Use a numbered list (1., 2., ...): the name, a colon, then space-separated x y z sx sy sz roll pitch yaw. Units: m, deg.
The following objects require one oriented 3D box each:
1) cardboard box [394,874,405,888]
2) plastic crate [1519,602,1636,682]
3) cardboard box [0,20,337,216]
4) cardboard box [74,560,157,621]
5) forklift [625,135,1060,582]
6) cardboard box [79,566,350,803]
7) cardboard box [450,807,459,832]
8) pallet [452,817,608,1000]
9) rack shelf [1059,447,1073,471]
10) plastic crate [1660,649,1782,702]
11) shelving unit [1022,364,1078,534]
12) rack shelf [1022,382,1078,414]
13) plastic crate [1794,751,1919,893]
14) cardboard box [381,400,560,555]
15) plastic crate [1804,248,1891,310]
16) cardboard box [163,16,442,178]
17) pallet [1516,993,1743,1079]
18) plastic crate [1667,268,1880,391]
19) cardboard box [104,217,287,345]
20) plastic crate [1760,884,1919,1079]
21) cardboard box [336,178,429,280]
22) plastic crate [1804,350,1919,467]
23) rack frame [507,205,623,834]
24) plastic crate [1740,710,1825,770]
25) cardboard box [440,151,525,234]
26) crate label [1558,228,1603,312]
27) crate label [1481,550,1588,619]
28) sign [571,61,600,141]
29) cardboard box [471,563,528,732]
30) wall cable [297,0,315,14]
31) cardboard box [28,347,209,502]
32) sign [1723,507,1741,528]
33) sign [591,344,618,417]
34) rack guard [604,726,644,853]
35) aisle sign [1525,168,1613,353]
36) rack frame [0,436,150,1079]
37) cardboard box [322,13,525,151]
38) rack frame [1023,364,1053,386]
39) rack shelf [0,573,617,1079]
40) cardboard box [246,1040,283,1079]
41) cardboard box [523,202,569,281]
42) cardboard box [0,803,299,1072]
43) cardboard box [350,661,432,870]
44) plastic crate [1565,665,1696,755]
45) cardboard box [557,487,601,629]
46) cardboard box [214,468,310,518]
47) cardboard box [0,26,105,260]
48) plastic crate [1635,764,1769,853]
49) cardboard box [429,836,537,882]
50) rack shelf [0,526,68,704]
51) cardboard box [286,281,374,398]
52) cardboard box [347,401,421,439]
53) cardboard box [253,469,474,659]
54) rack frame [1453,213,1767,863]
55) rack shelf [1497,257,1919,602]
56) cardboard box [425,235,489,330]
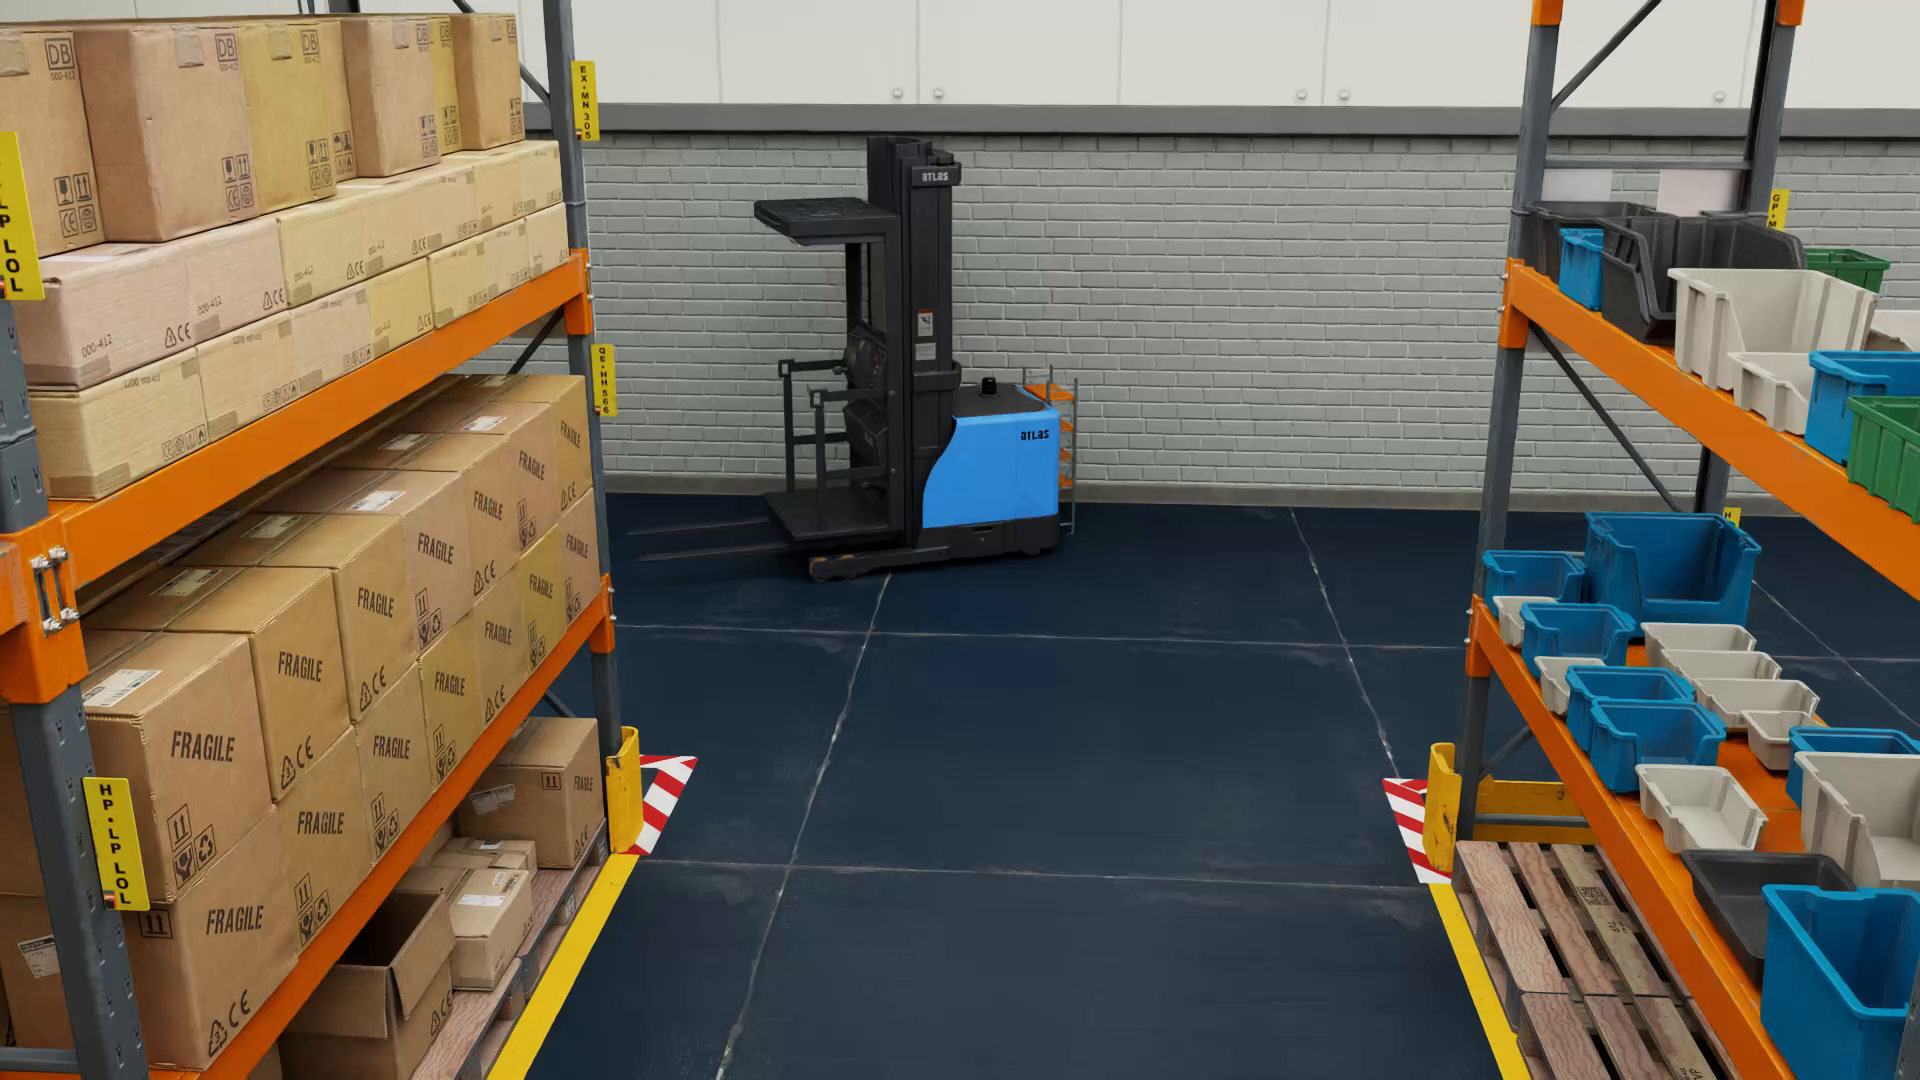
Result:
1. cardboard box: -2.529 1.543 6.606 0.500 0.250 0.500 1 18 4
2. plastic crate: 2.412 0.409 6.531 0.416 0.233 0.300 1 18 4
3. cardboard box: -2.218 -1.193 4.663 0.700 0.500 0.500 1 18 4
4. cardboard box: -2.610 0.370 4.711 0.500 0.500 0.500 1 18 3
5. forklift: -0.850 -1.287 11.643 3.031 2.935 1.130 -6 19 -17
6. cardboard box: -2.071 0.392 4.644 0.500 0.500 0.500 1 18 2
7. cardboard box: -2.508 1.240 7.692 0.380 0.149 0.250 1 18 4
8. pallet: -2.197 1.569 7.297 1.003 0.211 1.213 1 18 4
9. rack shelf: 0.670 -0.615 12.589 0.258 0.148 0.480 -6 19 -18
10. plastic crate: 2.892 0.528 6.322 0.396 0.136 0.243 1 18 4
11. shelving unit: 0.670 -0.679 12.568 0.258 1.200 0.503 -6 19 -18
12. rack shelf: 0.670 -1.052 12.446 0.258 0.148 0.480 -6 19 -18
13. plastic crate: 2.811 0.884 5.002 0.437 0.282 0.530 1 18 4
14. cardboard box: -1.928 -0.249 6.600 0.500 0.500 0.500 2 18 5
15. plastic crate: 3.019 -0.928 5.961 0.450 0.188 0.336 1 18 4
16. cardboard box: -2.205 -1.505 5.615 0.700 0.500 0.500 1 18 4
17. pallet: 2.617 2.042 5.851 1.003 0.211 1.213 1 18 4
18. plastic crate: 2.338 -0.604 4.821 0.437 0.282 0.530 1 18 4
19. cardboard box: -2.106 -0.678 4.296 0.500 0.250 0.500 1 18 4
20. plastic crate: 2.211 1.153 4.017 0.392 0.384 0.575 1 18 4
21. cardboard box: -2.022 -0.988 5.243 0.500 0.250 0.500 1 18 4
22. plastic crate: 2.265 -0.309 4.002 0.416 0.233 0.300 1 18 4
23. rack frame: -2.135 -0.028 7.690 1.000 3.000 0.127 1 18 4
24. plastic crate: 2.894 0.707 5.775 0.298 0.136 0.250 1 18 4
25. cardboard box: -1.953 -1.299 6.191 0.500 0.250 0.500 1 18 4
26. crate label: 2.416 -0.991 6.053 0.408 0.251 0.502 1 18 4
27. crate label: 2.459 0.204 7.155 0.416 0.233 0.303 1 18 4
28. sign: -1.583 -1.855 7.029 0.100 0.325 0.005 1 18 4
29. cardboard box: -1.971 0.386 6.267 0.500 0.500 0.500 1 18 4
30. wall cable: -6.315 -3.261 12.910 3.097 2.526 0.112 1 18 4
31. cardboard box: -2.140 -0.285 3.899 0.500 0.250 0.500 1 18 4
32. sign: 3.355 0.014 7.302 0.100 0.325 0.005 1 18 4
33. sign: -1.583 -0.710 7.404 0.100 0.325 0.005 1 18 4
34. rack guard: -2.141 1.184 8.008 1.175 0.500 0.348 1 18 4
35. aisle sign: 2.514 -1.180 7.033 0.394 0.787 0.004 1 18 4
36. rack frame: -2.422 1.215 3.899 1.000 3.000 0.127 1 18 4
37. cardboard box: -2.156 -1.816 6.564 0.700 0.500 0.500 1 18 4
38. rack frame: 0.592 -0.751 12.788 0.240 1.200 0.015 -6 19 -18
39. rack shelf: -2.279 0.935 5.907 1.077 0.370 4.000 1 18 4
40. cardboard box: -2.611 1.867 5.519 0.500 0.311 0.500 1 18 4
41. cardboard box: -1.909 -1.216 6.742 0.500 0.250 0.500 1 18 4
42. cardboard box: -2.114 1.015 4.348 0.500 0.500 0.500 2 18 5
43. cardboard box: -2.042 0.700 5.308 0.500 0.500 0.500 1 18 4
44. plastic crate: 2.364 0.613 5.907 0.416 0.233 0.300 1 18 4
45. cardboard box: -1.896 0.070 7.232 0.500 0.500 0.500 2 18 6
46. cardboard box: -2.536 0.057 5.665 0.500 0.500 0.500 1 18 3
47. cardboard box: -2.425 -0.885 3.724 0.700 0.500 0.500 1 18 4
48. plastic crate: 2.343 0.876 5.261 0.293 0.136 0.466 1 18 4
49. cardboard box: -2.048 1.408 7.153 0.380 0.166 0.250 1 18 4
50. rack shelf: -2.566 0.752 1.648 1.077 0.370 4.000 1 18 4
51. cardboard box: -2.063 -0.596 4.847 0.500 0.250 0.500 1 18 4
52. cardboard box: -2.460 -0.256 6.621 0.500 0.500 0.500 1 18 4
53. cardboard box: -1.998 0.072 5.621 0.500 0.500 0.500 2 18 6
54. rack frame: 2.805 0.084 7.349 1.000 3.000 0.127 1 18 4
55. rack shelf: 2.662 -0.378 5.099 1.077 0.370 4.000 1 18 4
56. cardboard box: -1.979 -0.906 5.794 0.500 0.250 0.500 1 18 4
